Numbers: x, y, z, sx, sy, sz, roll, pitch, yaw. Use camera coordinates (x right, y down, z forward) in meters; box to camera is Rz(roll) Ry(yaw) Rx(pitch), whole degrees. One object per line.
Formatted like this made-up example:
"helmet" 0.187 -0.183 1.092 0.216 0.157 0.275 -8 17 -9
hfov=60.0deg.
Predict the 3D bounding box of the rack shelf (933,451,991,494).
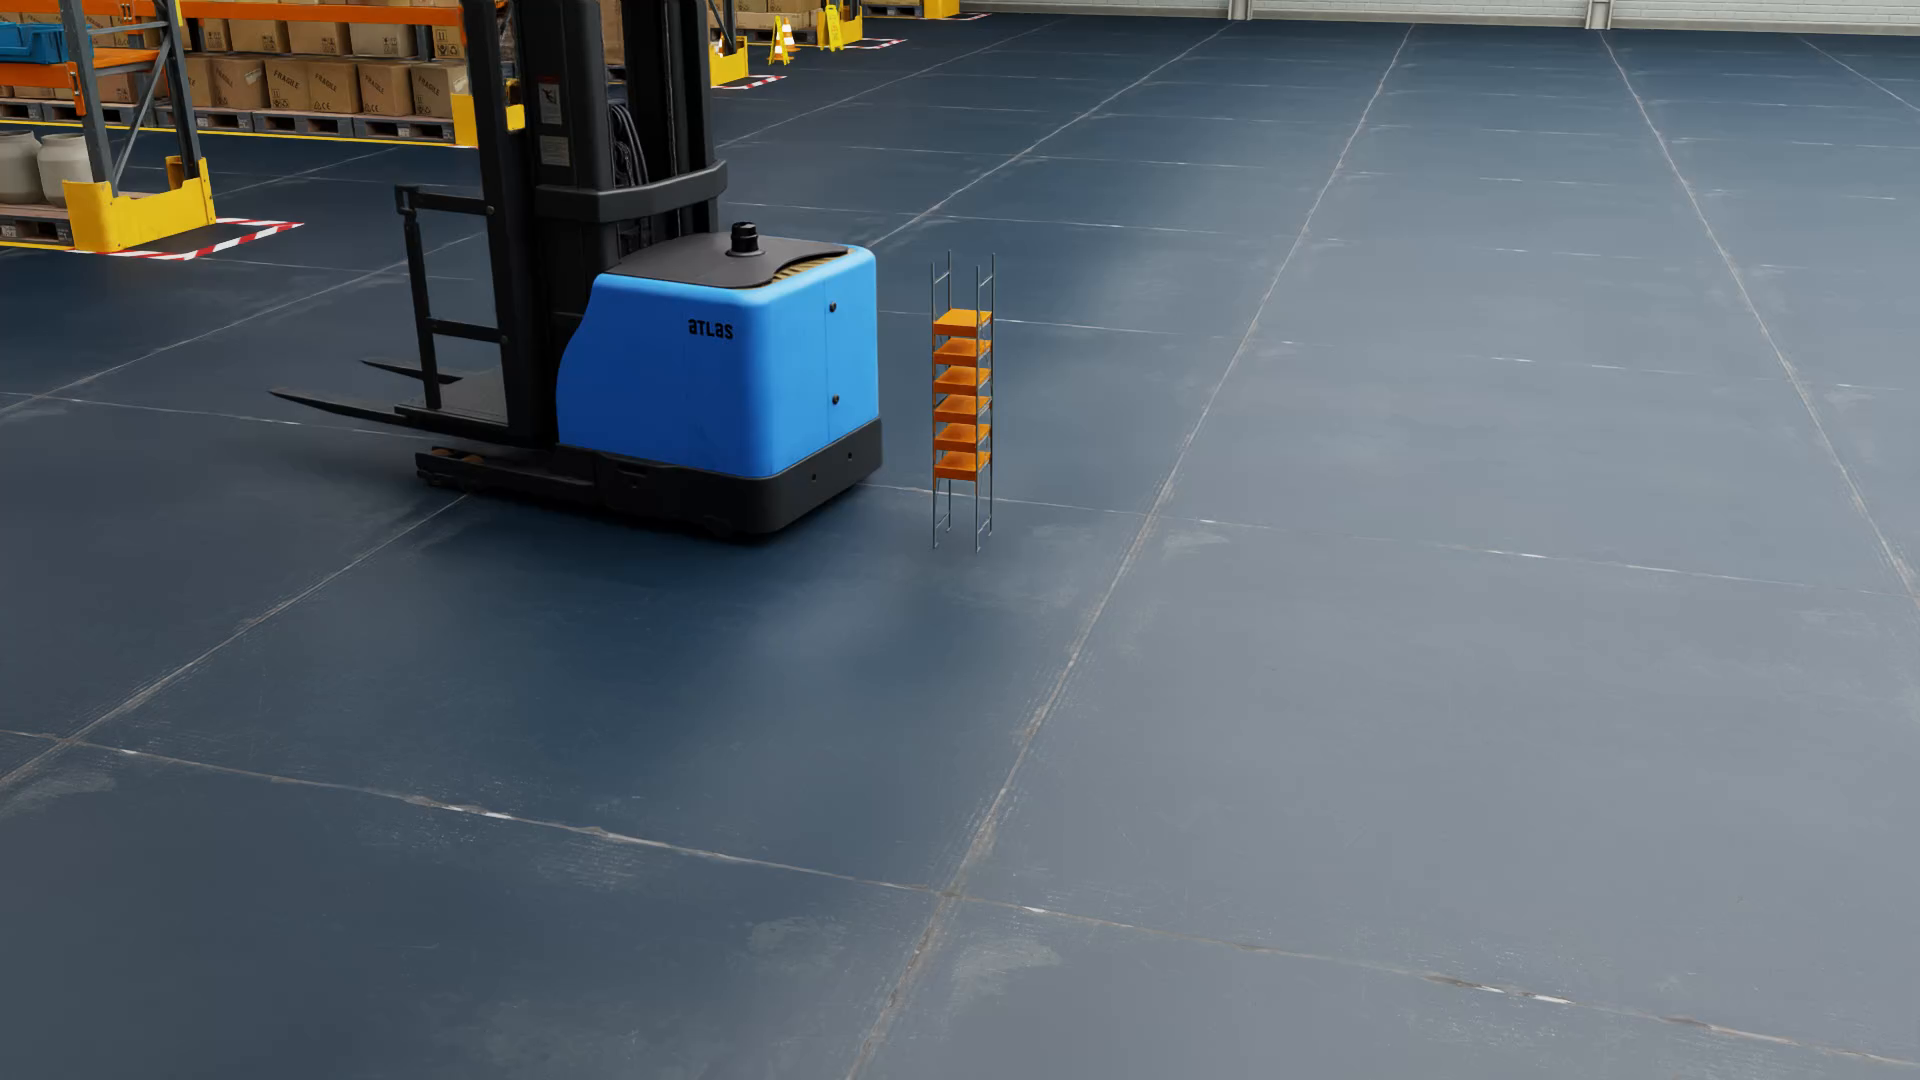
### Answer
"rack shelf" 0.014 -0.290 6.870 0.180 0.103 0.258 7 23 15

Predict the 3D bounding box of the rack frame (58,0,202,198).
"rack frame" -6.078 -3.710 12.086 0.127 3.000 1.000 7 23 16

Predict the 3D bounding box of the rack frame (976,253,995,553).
"rack frame" 0.101 -0.544 6.738 0.006 1.200 0.240 7 23 15

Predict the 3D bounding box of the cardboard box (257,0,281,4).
"cardboard box" -6.918 -5.539 16.876 0.250 0.149 0.380 7 23 16

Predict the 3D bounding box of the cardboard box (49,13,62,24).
"cardboard box" -12.489 -7.303 23.585 0.500 0.500 0.500 5 23 13

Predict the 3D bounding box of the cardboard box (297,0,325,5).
"cardboard box" -6.446 -5.476 16.721 0.250 0.149 0.380 7 23 16

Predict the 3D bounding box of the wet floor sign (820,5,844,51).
"wet floor sign" -1.912 -7.611 24.699 0.232 0.644 0.267 16 27 34

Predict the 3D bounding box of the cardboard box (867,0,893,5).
"cardboard box" -1.369 -9.831 30.077 0.500 0.250 0.500 7 23 15

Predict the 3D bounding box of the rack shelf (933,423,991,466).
"rack shelf" 0.014 -0.401 6.825 0.180 0.103 0.258 7 23 15

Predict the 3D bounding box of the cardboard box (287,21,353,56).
"cardboard box" -8.490 -7.035 22.603 0.750 0.750 1.050 7 23 15

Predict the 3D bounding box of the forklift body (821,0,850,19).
"forklift body" -2.697 -10.066 28.700 1.214 2.155 2.313 7 23 16

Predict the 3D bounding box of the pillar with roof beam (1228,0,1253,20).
"pillar with roof beam" 3.740 -11.871 24.077 0.400 9.000 9.100 7 23 16

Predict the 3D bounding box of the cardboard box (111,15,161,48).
"cardboard box" -11.483 -7.192 23.316 0.500 0.500 0.500 6 23 15

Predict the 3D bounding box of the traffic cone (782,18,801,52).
"traffic cone" -2.569 -7.515 24.704 0.334 0.463 0.336 7 23 16

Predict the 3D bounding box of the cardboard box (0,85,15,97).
"cardboard box" -10.580 -5.252 18.558 0.500 0.500 0.700 9 24 20

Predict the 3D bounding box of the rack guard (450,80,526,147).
"rack guard" -4.720 -4.361 16.967 0.348 0.500 1.175 7 23 16

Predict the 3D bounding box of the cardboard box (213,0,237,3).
"cardboard box" -7.406 -5.583 16.983 0.250 0.149 0.380 7 23 16

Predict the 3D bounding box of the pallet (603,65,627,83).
"pallet" -3.906 -6.070 21.513 1.213 0.211 1.003 7 23 15

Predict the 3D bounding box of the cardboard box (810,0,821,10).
"cardboard box" -2.500 -8.570 26.017 0.500 0.500 0.500 6 23 14

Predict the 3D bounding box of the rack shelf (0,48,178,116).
"rack shelf" -7.993 -3.596 12.757 4.000 0.370 1.077 7 23 16

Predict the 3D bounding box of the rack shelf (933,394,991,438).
"rack shelf" 0.014 -0.512 6.779 0.180 0.103 0.258 7 23 15

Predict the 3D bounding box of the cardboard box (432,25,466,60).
"cardboard box" -6.366 -6.856 22.001 0.875 0.875 0.875 7 23 16

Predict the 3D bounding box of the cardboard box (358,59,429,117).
"cardboard box" -5.823 -4.675 17.178 0.500 0.500 0.500 13 26 29

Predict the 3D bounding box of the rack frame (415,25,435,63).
"rack frame" -6.947 -7.739 21.908 0.127 3.000 1.000 7 23 16

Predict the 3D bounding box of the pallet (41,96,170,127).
"pallet" -9.223 -4.743 18.278 1.213 0.211 1.003 7 23 16

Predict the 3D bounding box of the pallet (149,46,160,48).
"pallet" -11.525 -6.974 23.716 1.213 0.211 1.003 7 23 16

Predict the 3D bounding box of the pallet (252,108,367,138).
"pallet" -6.652 -4.464 17.598 1.213 0.211 1.003 7 23 16

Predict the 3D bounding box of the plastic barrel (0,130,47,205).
"plastic barrel" -7.210 -2.853 12.720 0.421 0.512 0.421 0 22 0

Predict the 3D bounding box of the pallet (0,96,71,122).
"pallet" -10.394 -4.876 18.602 1.213 0.211 1.003 7 23 16

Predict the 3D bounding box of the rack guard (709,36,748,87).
"rack guard" -3.095 -6.141 21.307 0.348 0.500 1.175 7 23 16

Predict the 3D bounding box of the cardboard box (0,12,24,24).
"cardboard box" -13.469 -7.419 23.868 0.500 0.500 0.500 8 24 18

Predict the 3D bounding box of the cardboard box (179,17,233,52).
"cardboard box" -10.220 -7.232 23.082 0.750 0.750 1.050 6 23 15

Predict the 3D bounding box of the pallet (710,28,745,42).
"pallet" -3.789 -8.065 26.376 1.213 0.211 1.003 7 23 16

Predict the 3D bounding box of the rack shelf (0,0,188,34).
"rack shelf" -10.392 -5.834 18.213 4.000 0.370 1.077 7 23 16

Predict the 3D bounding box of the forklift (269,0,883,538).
"forklift" -1.907 -1.737 7.367 3.031 2.935 1.130 11 25 25

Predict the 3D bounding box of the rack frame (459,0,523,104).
"rack frame" -4.647 -5.509 16.473 0.127 3.000 1.000 7 23 16

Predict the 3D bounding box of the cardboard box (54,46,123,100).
"cardboard box" -9.510 -5.129 18.260 0.500 0.500 0.700 6 23 15

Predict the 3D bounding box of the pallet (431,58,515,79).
"pallet" -6.242 -6.337 22.165 1.213 0.211 1.003 7 23 15

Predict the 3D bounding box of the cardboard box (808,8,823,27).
"cardboard box" -2.477 -8.221 26.153 0.500 0.250 0.500 6 23 15

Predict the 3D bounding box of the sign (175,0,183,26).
"sign" -5.915 -4.037 12.519 0.005 0.325 0.100 7 23 16

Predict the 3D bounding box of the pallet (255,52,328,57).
"pallet" -8.880 -6.639 22.901 1.213 0.211 1.003 7 23 16

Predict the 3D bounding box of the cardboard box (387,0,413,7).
"cardboard box" -5.473 -5.386 16.502 0.250 0.149 0.380 7 23 16

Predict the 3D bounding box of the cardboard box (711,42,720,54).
"cardboard box" -3.623 -7.201 24.352 0.380 0.149 0.250 -20 29 -39

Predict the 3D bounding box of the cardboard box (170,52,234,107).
"cardboard box" -8.106 -4.927 17.794 0.500 0.500 0.500 6 23 14

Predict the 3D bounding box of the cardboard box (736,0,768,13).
"cardboard box" -3.128 -8.428 25.670 0.500 0.500 0.500 7 23 17

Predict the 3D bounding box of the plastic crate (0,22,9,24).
"plastic crate" -7.264 -3.661 12.161 0.408 0.251 0.499 7 23 16

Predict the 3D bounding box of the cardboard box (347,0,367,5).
"cardboard box" -5.936 -5.461 16.686 0.250 0.149 0.380 7 23 16

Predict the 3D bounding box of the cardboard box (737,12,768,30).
"cardboard box" -3.130 -8.083 25.816 0.500 0.250 0.500 7 23 16

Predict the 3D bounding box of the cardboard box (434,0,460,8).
"cardboard box" -4.980 -5.350 16.414 0.250 0.149 0.380 7 23 16

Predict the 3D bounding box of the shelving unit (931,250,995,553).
"shelving unit" 0.014 -0.554 6.762 0.189 1.200 0.258 7 23 15

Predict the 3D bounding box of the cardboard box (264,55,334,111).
"cardboard box" -6.938 -4.828 17.551 0.500 0.500 0.500 4 23 11

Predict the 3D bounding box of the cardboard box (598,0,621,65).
"cardboard box" -4.629 -6.658 21.518 0.875 0.875 0.875 6 23 15
